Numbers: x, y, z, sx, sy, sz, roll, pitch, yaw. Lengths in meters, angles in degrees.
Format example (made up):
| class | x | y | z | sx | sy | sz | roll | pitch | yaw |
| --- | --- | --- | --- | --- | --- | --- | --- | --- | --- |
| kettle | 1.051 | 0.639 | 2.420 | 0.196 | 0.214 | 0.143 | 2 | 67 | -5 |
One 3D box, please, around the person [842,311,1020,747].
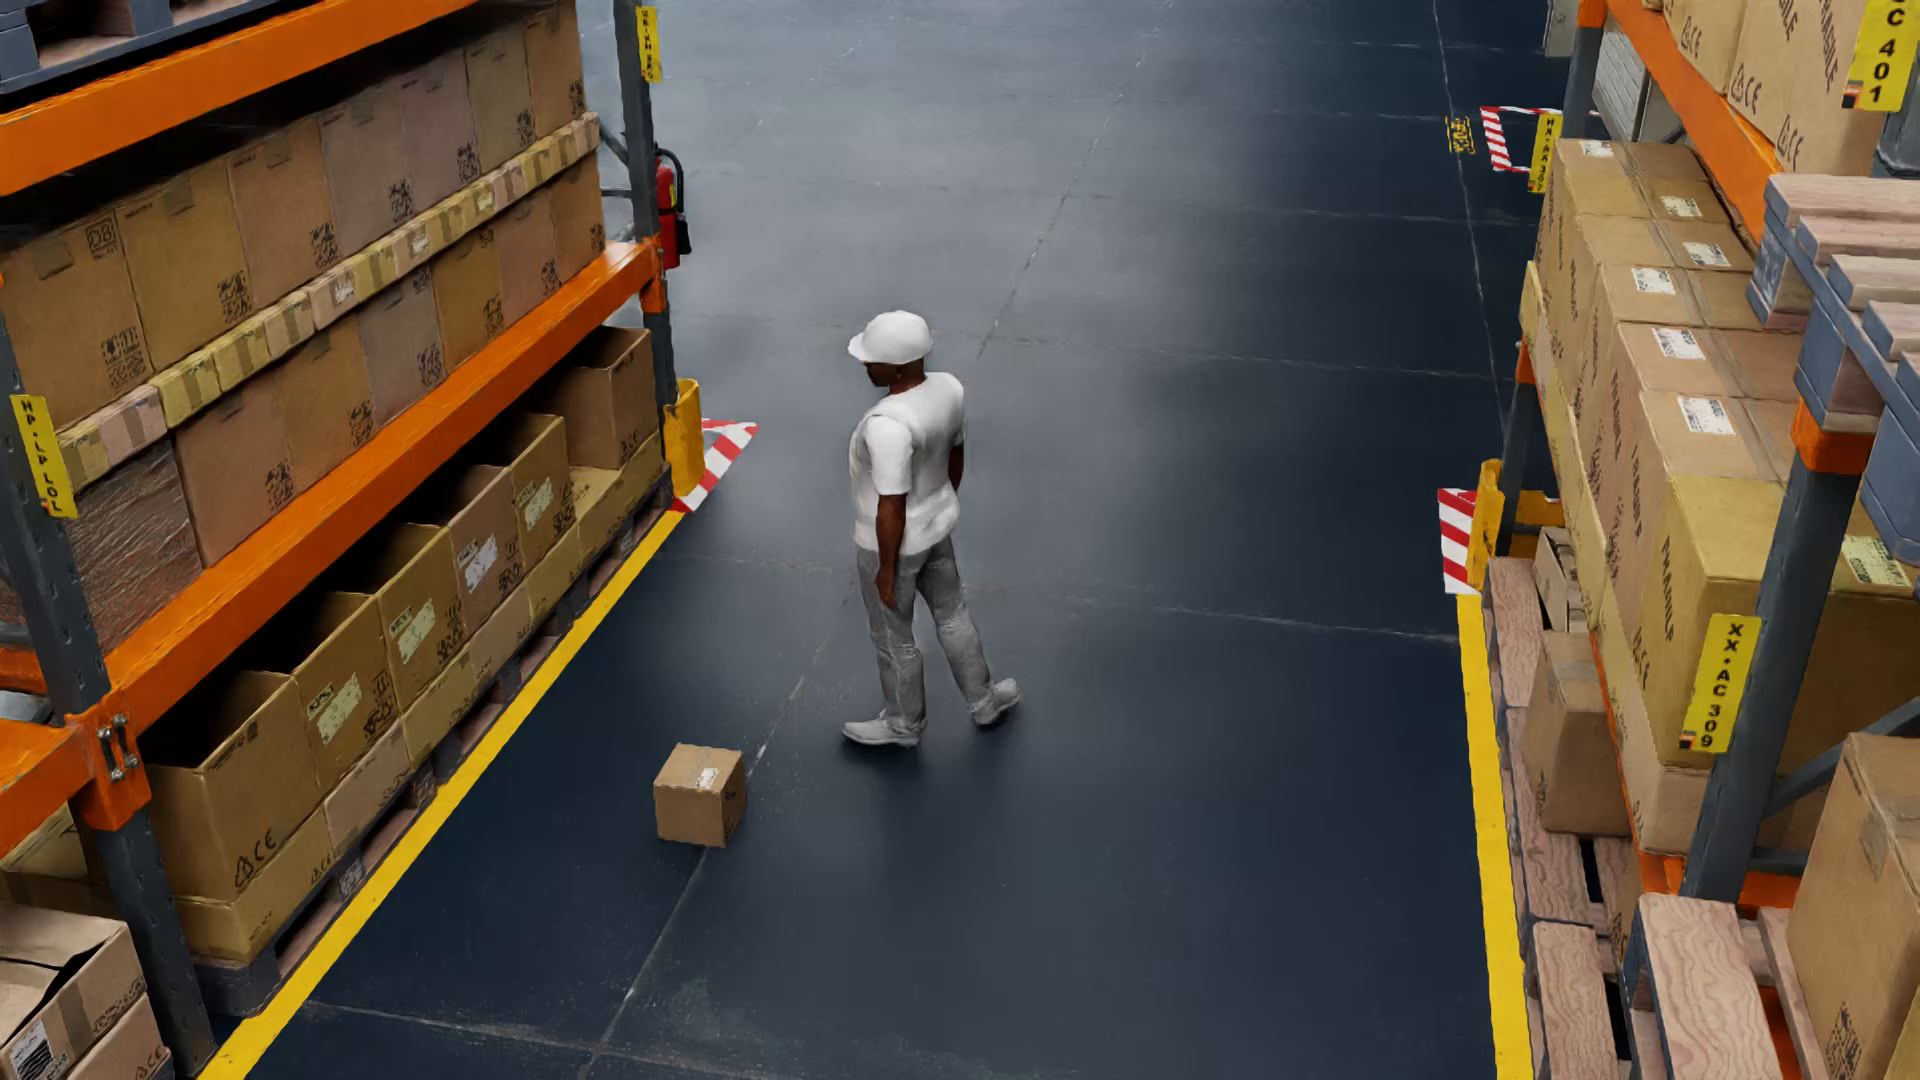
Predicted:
| class | x | y | z | sx | sy | sz | roll | pitch | yaw |
| --- | --- | --- | --- | --- | --- | --- | --- | --- | --- |
| person | -0.107 | -0.045 | 6.186 | 0.474 | 1.772 | 0.706 | 18 | 33 | 30 |
